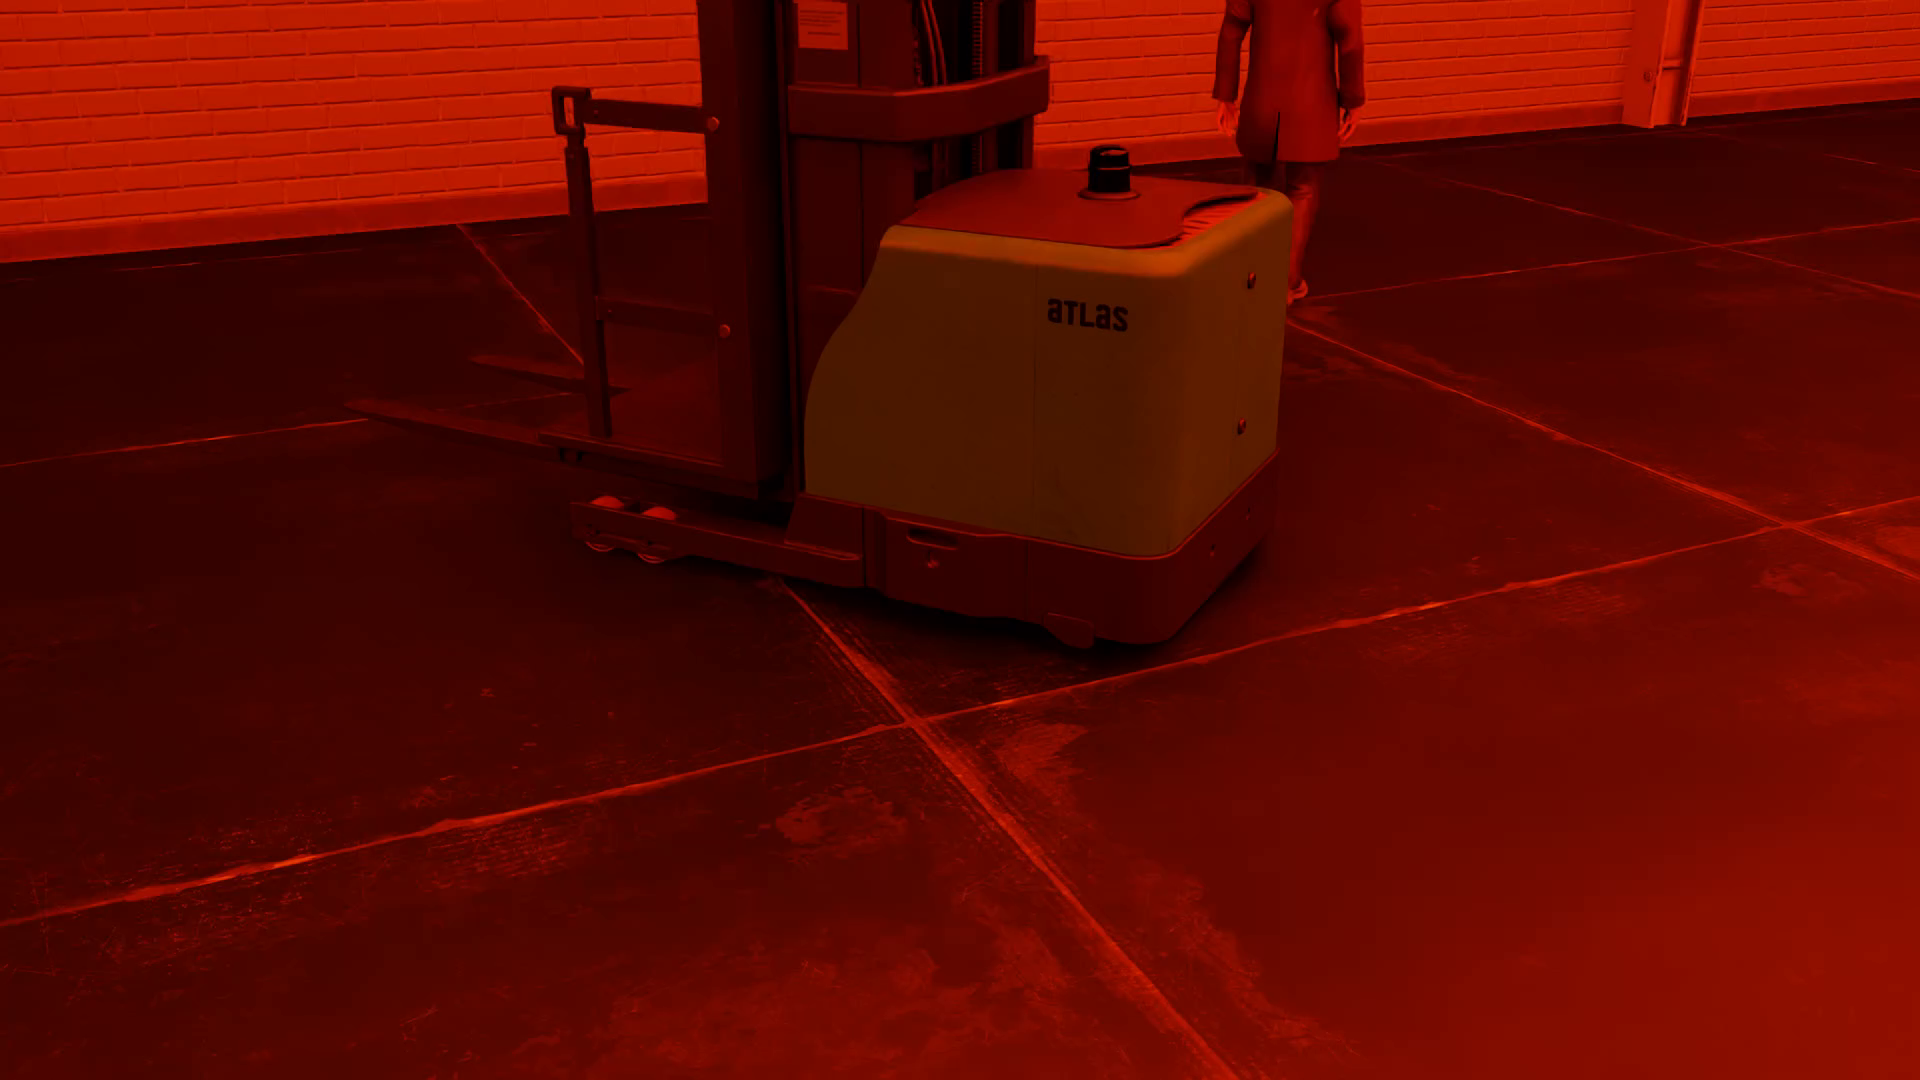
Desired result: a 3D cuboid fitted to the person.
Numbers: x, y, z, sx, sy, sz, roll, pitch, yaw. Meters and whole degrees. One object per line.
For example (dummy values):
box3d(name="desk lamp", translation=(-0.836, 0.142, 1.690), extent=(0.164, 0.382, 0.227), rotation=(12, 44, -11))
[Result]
box3d(name="person", translation=(1.520, -1.975, 7.646), extent=(0.645, 1.820, 0.623), rotation=(12, 25, 26))

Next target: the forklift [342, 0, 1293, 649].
box3d(name="forklift", translation=(-0.596, -1.420, 4.788), extent=(3.031, 2.867, 1.129), rotation=(11, 25, 25))
